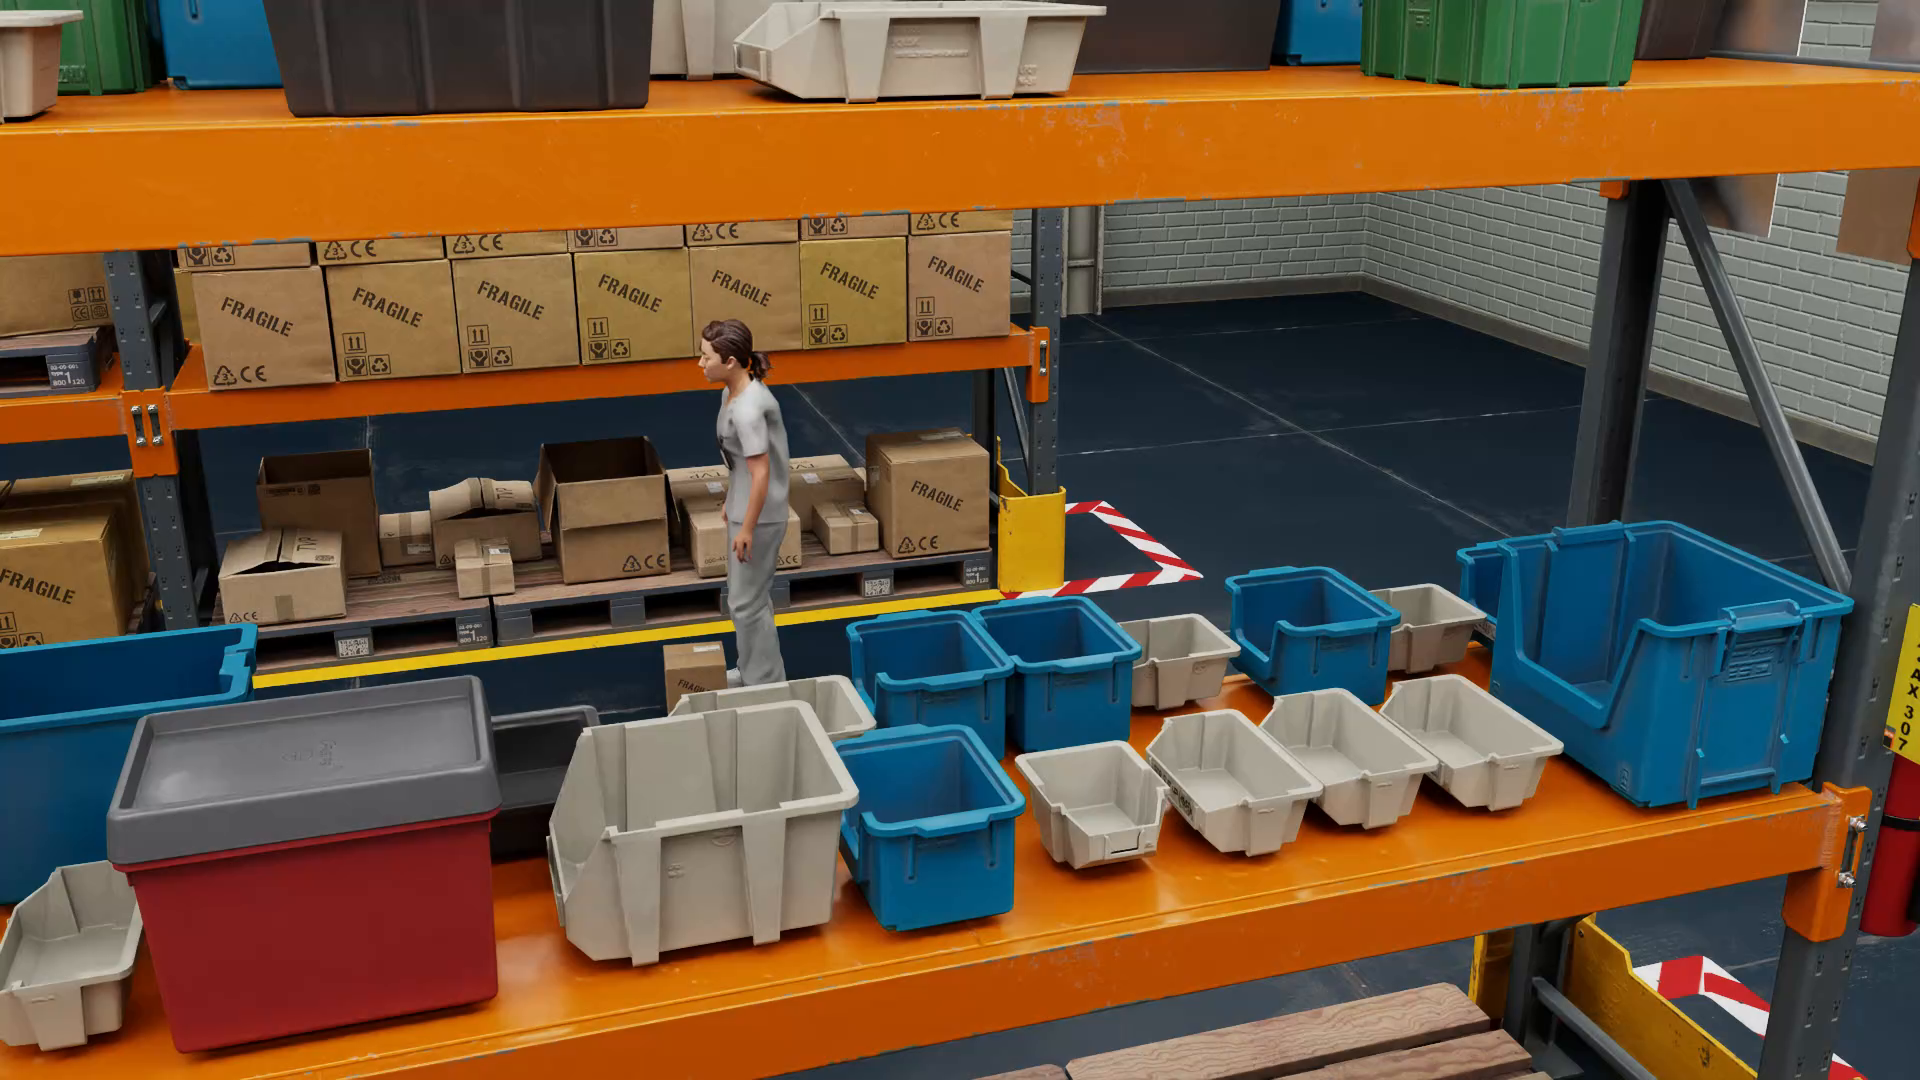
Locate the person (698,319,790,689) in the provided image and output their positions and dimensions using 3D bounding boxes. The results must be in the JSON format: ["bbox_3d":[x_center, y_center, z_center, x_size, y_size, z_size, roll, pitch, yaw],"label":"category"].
[{"bbox_3d":[-0.874,-0.091,6.828,0.355,1.673,0.509,-4,20,-12],"label":"person"}]
